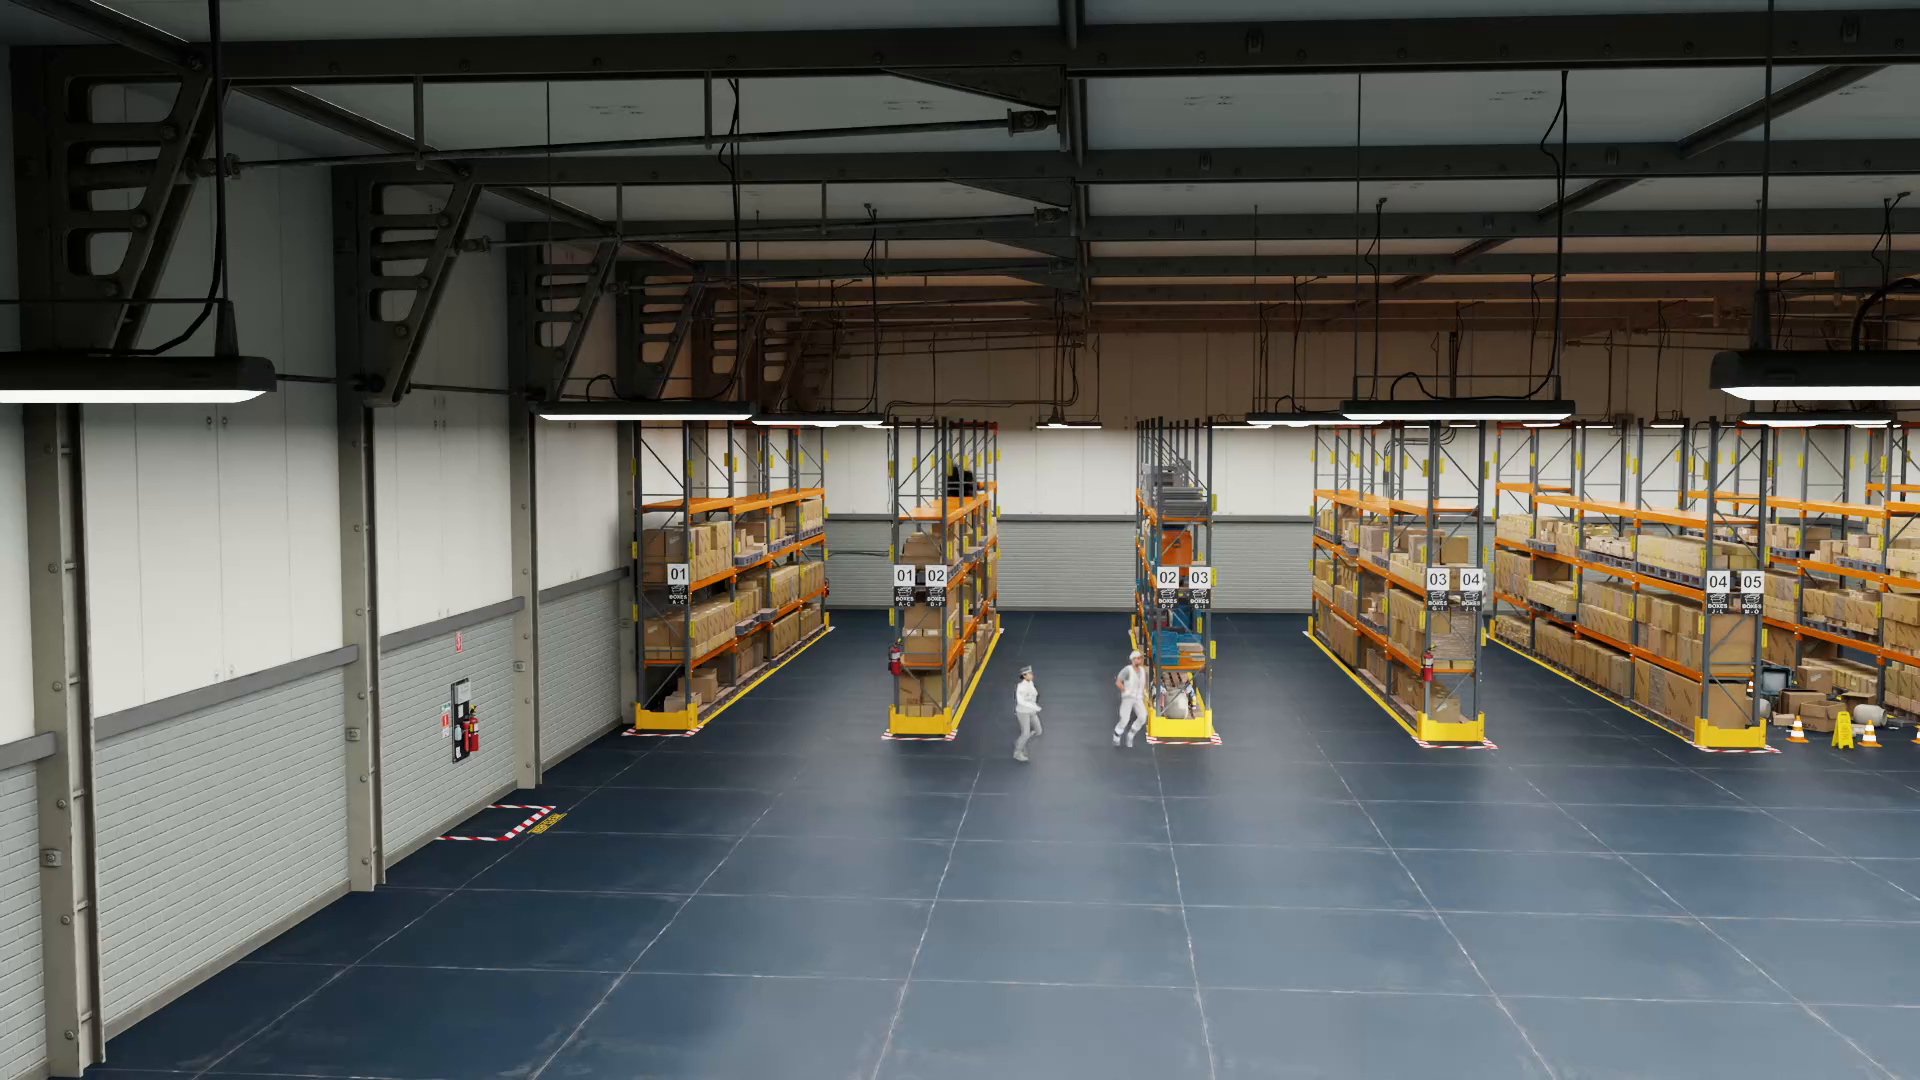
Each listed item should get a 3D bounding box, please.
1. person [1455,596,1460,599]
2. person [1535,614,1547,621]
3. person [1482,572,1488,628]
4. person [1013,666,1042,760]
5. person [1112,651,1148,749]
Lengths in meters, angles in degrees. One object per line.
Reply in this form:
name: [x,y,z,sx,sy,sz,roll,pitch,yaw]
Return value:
person: [13.357,2.000,44.256,0.612,1.618,0.807,1,4,16]
person: [16.255,1.778,47.119,0.721,1.731,0.812,-3,5,-39]
person: [14.716,1.769,47.229,0.631,1.758,0.675,-1,4,-19]
person: [1.207,2.998,28.893,0.577,1.657,0.653,2,4,31]
person: [3.150,2.886,30.084,0.722,1.752,0.629,-2,4,-26]
